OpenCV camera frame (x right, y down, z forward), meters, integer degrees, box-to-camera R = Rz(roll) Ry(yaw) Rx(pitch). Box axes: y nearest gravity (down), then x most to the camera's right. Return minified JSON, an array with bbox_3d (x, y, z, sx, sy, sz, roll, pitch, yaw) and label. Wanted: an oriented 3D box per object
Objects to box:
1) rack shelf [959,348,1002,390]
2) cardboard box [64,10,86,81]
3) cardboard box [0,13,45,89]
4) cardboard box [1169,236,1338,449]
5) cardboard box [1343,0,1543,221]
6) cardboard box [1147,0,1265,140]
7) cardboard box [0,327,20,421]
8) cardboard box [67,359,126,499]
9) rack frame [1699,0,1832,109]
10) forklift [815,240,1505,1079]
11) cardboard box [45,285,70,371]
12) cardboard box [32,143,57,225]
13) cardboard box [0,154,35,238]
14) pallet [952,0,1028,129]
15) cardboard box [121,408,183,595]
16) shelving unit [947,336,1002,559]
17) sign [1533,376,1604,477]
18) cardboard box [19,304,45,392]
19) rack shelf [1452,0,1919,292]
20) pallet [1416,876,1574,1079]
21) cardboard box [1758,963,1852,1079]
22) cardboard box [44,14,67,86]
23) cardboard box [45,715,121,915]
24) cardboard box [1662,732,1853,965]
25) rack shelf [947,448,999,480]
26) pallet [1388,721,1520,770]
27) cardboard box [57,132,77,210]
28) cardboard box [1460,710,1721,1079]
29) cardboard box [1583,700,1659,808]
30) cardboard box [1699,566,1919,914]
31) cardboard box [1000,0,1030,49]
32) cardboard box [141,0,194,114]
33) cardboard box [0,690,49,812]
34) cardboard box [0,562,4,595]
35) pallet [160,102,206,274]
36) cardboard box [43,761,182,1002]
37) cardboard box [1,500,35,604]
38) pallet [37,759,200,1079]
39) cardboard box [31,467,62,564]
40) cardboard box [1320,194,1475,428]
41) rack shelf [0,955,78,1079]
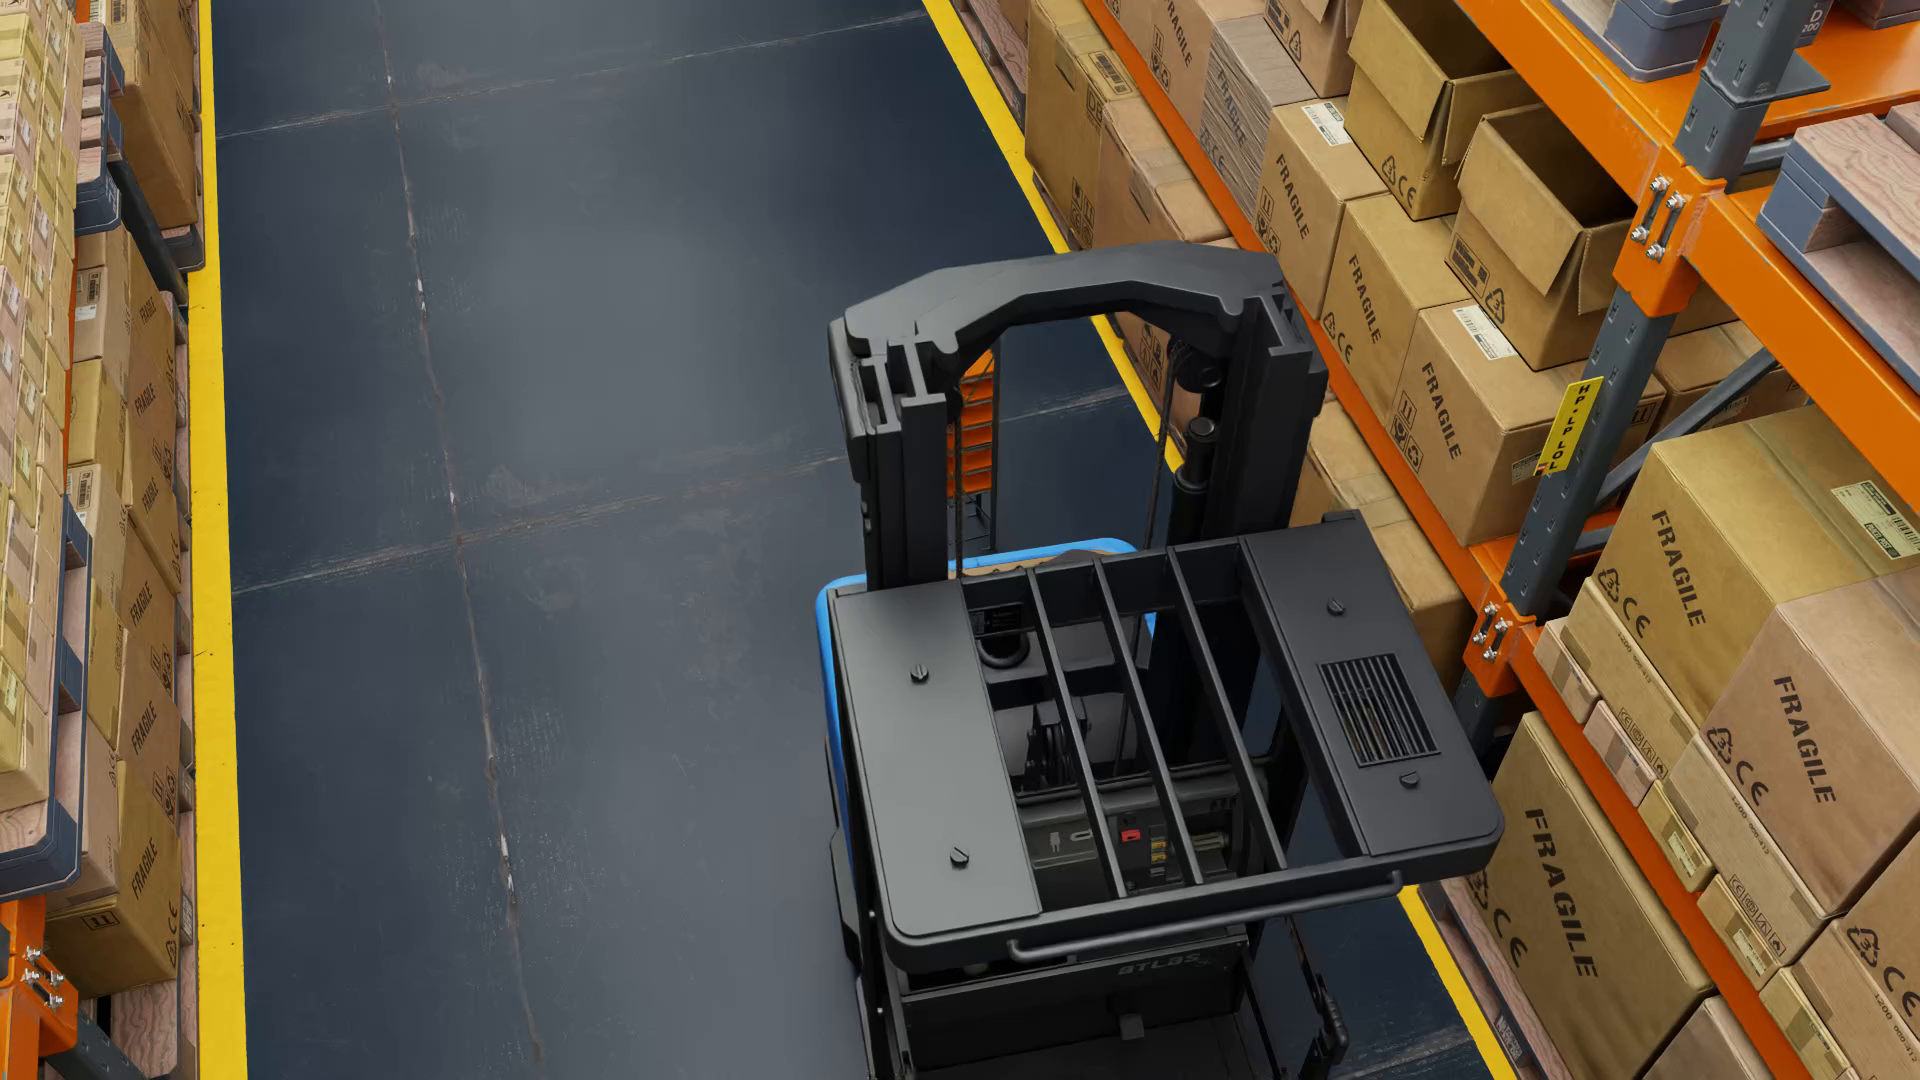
[{"bbox_3d":[-0.004,-0.601,5.849,0.258,0.103,0.180,-13,51,-11],"label":"rack shelf"},{"bbox_3d":[-3.348,-1.731,5.927,0.380,0.149,0.250,-13,51,-10],"label":"cardboard box"},{"bbox_3d":[-3.200,-1.549,5.385,0.380,0.149,0.250,-12,51,-10],"label":"cardboard box"},{"bbox_3d":[1.545,-0.625,6.220,1.225,0.875,0.875,-15,51,-12],"label":"cardboard box"},{"bbox_3d":[1.630,-1.383,5.022,0.797,0.503,0.637,-13,51,-11],"label":"cardboard box"},{"bbox_3d":[1.029,-1.847,6.069,0.500,0.500,0.500,-14,51,-12],"label":"cardboard box"},{"bbox_3d":[-2.736,-0.409,4.423,0.380,0.149,0.250,-14,51,-11],"label":"cardboard box"},{"bbox_3d":[-3.185,-0.323,5.720,0.500,0.250,0.500,-12,51,-10],"label":"cardboard box"},{"bbox_3d":[2.018,-1.993,2.334,1.000,3.000,0.127,-13,51,-11],"label":"rack frame"},{"bbox_3d":[0.331,0.907,3.858,1.130,2.935,3.031,-8,50,-7],"label":"forklift"},{"bbox_3d":[-2.890,-0.595,4.969,0.380,0.149,0.250,-15,52,-13],"label":"cardboard box"},{"bbox_3d":[-3.046,-1.074,5.178,0.380,0.149,0.250,-14,51,-11],"label":"cardboard box"},{"bbox_3d":[-2.970,-0.980,4.904,0.380,0.149,0.250,-11,51,-9],"label":"cardboard box"},{"bbox_3d":[0.606,-2.653,8.638,1.003,0.211,1.213,-13,51,-11],"label":"pallet"},{"bbox_3d":[-3.166,-0.078,6.004,0.500,0.500,0.500,-15,52,-13],"label":"cardboard box"},{"bbox_3d":[-0.004,-0.397,6.090,0.258,1.200,0.189,-13,51,-11],"label":"shelving unit"},{"bbox_3d":[1.503,-0.277,4.106,0.100,0.325,0.005,-13,51,-11],"label":"sign"},{"bbox_3d":[-2.820,-0.511,4.703,0.380,0.149,0.250,-14,51,-12],"label":"cardboard box"},{"bbox_3d":[1.427,-2.255,4.987,1.077,0.370,4.000,-13,51,-11],"label":"rack shelf"},{"bbox_3d":[2.168,1.413,5.211,1.003,0.211,1.213,-13,51,-11],"label":"pallet"},{"bbox_3d":[2.099,1.076,3.835,0.380,0.149,0.250,-14,51,-11],"label":"cardboard box"},{"bbox_3d":[-3.271,-1.631,5.648,0.380,0.149,0.250,-12,51,-10],"label":"cardboard box"},{"bbox_3d":[-2.716,0.818,4.758,0.500,0.250,0.500,-15,52,-13],"label":"cardboard box"},{"bbox_3d":[2.049,0.660,3.925,0.500,0.250,0.500,-14,51,-11],"label":"cardboard box"},{"bbox_3d":[-0.004,-0.291,6.216,0.258,0.103,0.180,-13,51,-11],"label":"rack shelf"},{"bbox_3d":[1.718,0.293,6.154,1.003,0.211,1.213,-13,51,-11],"label":"pallet"},{"bbox_3d":[-3.129,-1.178,5.461,0.380,0.149,0.250,-14,51,-11],"label":"cardboard box"},{"bbox_3d":[2.137,0.991,4.858,0.875,0.875,0.875,-13,51,-11],"label":"cardboard box"},{"bbox_3d":[1.866,0.505,4.316,0.380,0.149,0.250,-15,51,-12],"label":"cardboard box"},{"bbox_3d":[2.054,0.421,3.636,0.500,0.500,0.500,-13,51,-11],"label":"cardboard box"},{"bbox_3d":[0.618,-2.801,8.287,0.700,0.500,0.500,-16,52,-13],"label":"cardboard box"},{"bbox_3d":[-4.289,-2.446,7.837,1.050,0.750,0.750,-13,51,-10],"label":"cardboard box"},{"bbox_3d":[-2.427,0.543,4.010,0.380,0.149,0.250,-16,52,-13],"label":"cardboard box"},{"bbox_3d":[-2.515,0.149,3.953,0.380,0.149,0.250,-12,51,-10],"label":"cardboard box"},{"bbox_3d":[-4.094,-1.627,7.773,1.003,0.211,1.213,-13,51,-11],"label":"pallet"},{"bbox_3d":[-2.715,1.059,5.045,0.500,0.500,0.500,-12,51,-10],"label":"cardboard box"},{"bbox_3d":[-2.582,0.069,4.214,0.380,0.149,0.250,-12,51,-10],"label":"cardboard box"},{"bbox_3d":[-2.981,1.319,5.290,1.003,0.211,1.213,-13,51,-11],"label":"pallet"},{"bbox_3d":[-2.658,-0.026,4.489,0.380,0.149,0.250,-13,51,-11],"label":"cardboard box"},{"bbox_3d":[1.479,-0.734,5.131,0.500,0.500,0.500,-12,51,-10],"label":"cardboard box"},{"bbox_3d":[-2.158,2.681,2.788,1.077,0.370,4.000,-13,51,-11],"label":"rack shelf"}]
